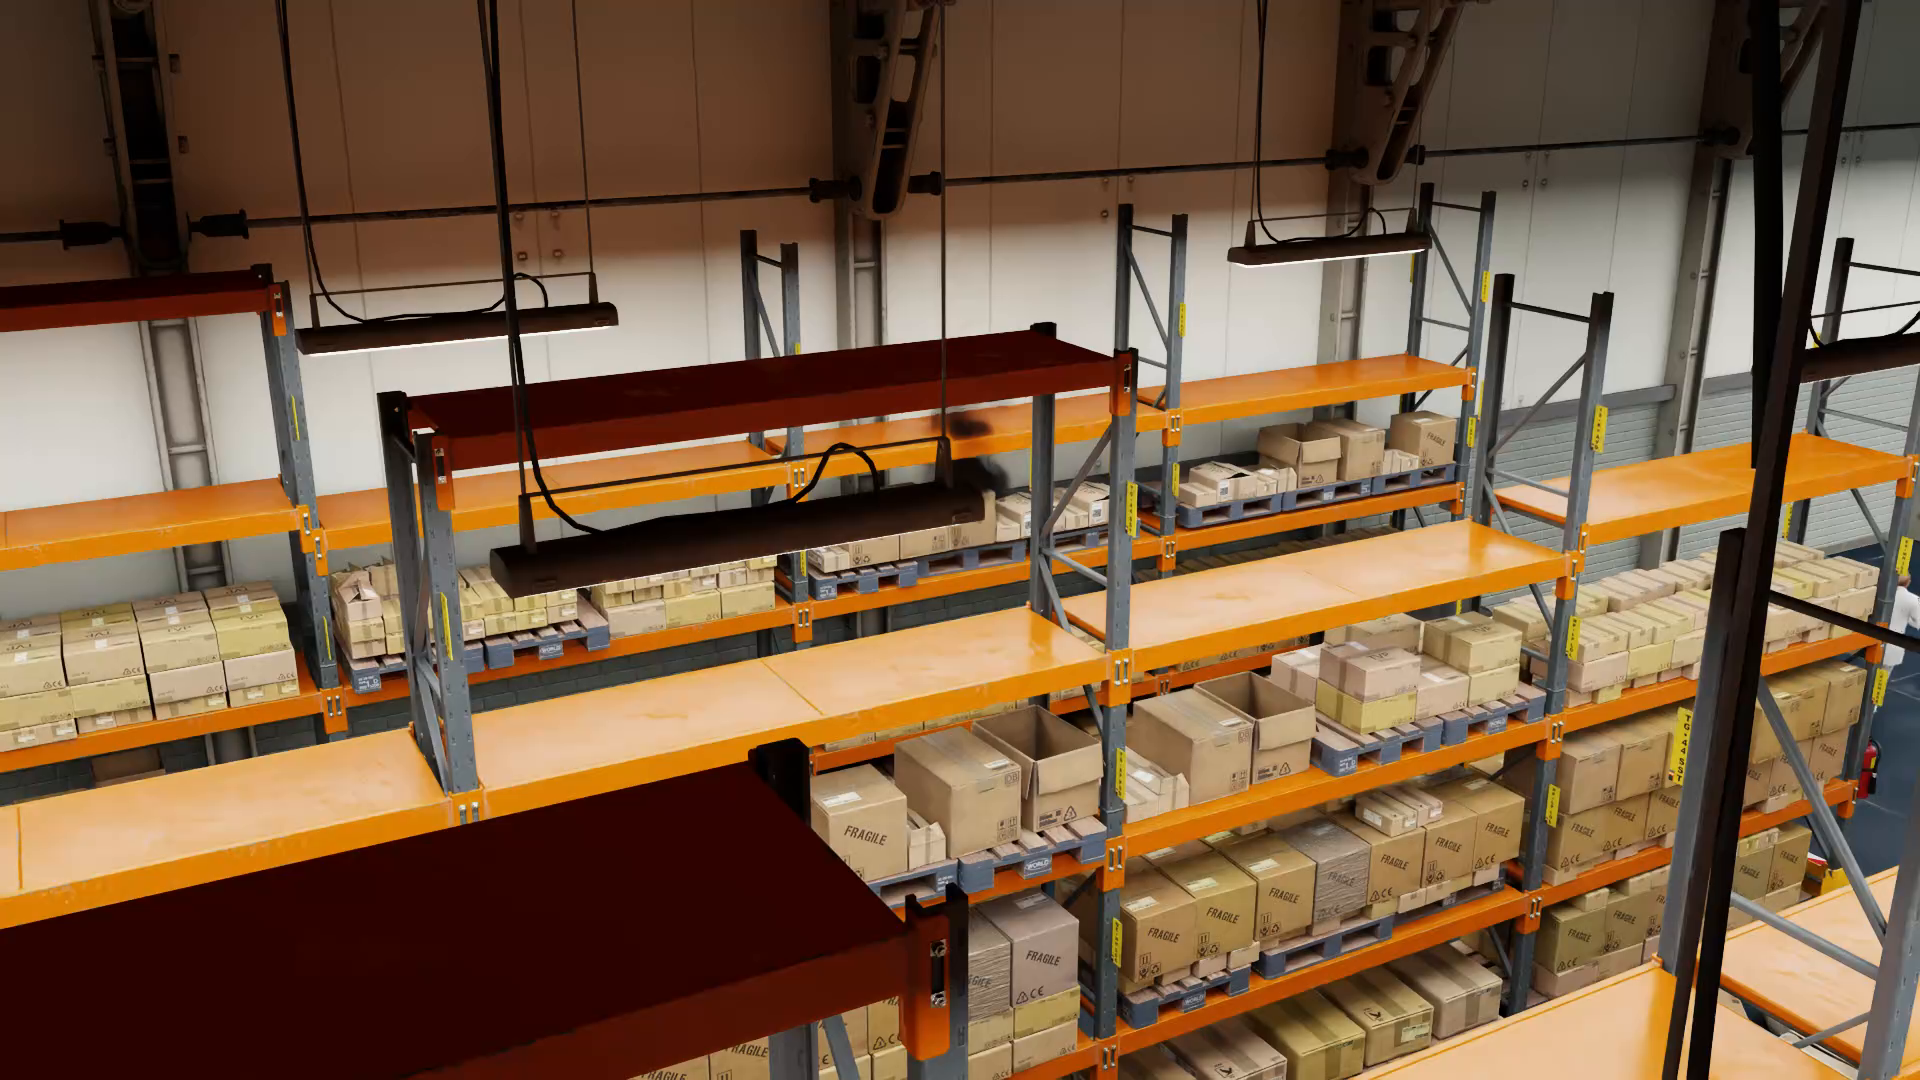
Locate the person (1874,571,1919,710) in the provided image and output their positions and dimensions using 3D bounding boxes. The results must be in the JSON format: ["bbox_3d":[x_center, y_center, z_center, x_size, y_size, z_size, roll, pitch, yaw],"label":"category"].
[{"bbox_3d":[10.732,1.137,19.297,0.724,1.728,0.761,-16,24,-40],"label":"person"}]
